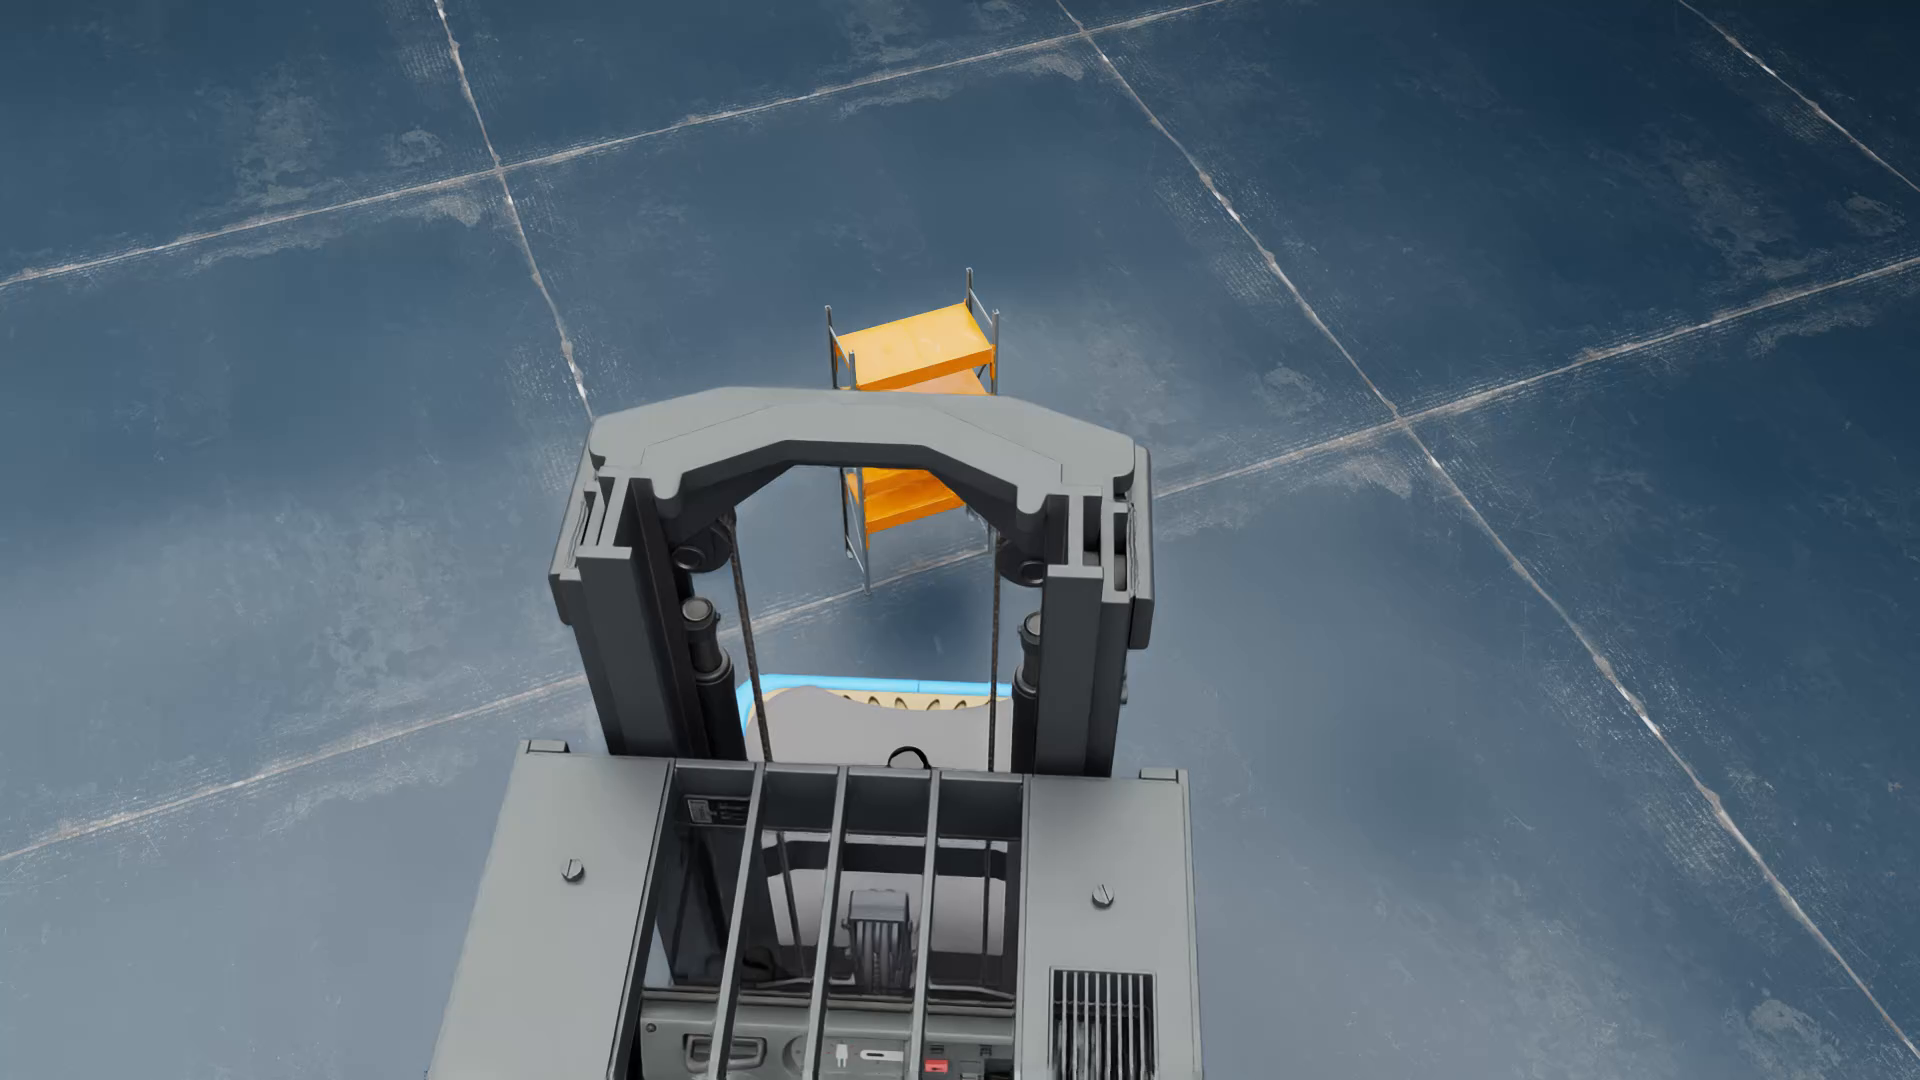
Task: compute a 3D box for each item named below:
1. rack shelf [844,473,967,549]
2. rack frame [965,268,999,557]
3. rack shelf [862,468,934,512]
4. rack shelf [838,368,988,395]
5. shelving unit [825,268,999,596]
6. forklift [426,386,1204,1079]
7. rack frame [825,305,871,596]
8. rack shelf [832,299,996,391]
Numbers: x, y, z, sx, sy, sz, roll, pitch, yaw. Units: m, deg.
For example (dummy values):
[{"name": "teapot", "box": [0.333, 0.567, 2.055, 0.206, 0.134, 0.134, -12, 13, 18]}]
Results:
[{"name": "rack shelf", "box": [-0.153, -0.170, 5.956, 0.480, 0.148, 0.258, -17, 52, -14]}, {"name": "rack frame", "box": [0.073, -0.413, 5.814, 0.015, 1.200, 0.240, -17, 52, -14]}, {"name": "rack shelf", "box": [-0.153, -0.300, 5.805, 0.480, 0.148, 0.258, -17, 52, -14]}, {"name": "rack shelf", "box": [-0.153, -0.445, 5.635, 0.480, 0.148, 0.258, -17, 52, -14]}, {"name": "shelving unit", "box": [-0.153, -0.343, 5.754, 0.503, 1.200, 0.258, -17, 52, -14]}, {"name": "forklift", "box": [-0.190, 1.245, 3.249, 1.130, 2.935, 3.031, 2, 49, 2]}, {"name": "rack frame", "box": [-0.379, -0.273, 5.694, 0.015, 1.200, 0.240, -17, 52, -14]}, {"name": "rack shelf", "box": [-0.153, -0.599, 5.456, 0.480, 0.148, 0.258, -17, 52, -14]}]
